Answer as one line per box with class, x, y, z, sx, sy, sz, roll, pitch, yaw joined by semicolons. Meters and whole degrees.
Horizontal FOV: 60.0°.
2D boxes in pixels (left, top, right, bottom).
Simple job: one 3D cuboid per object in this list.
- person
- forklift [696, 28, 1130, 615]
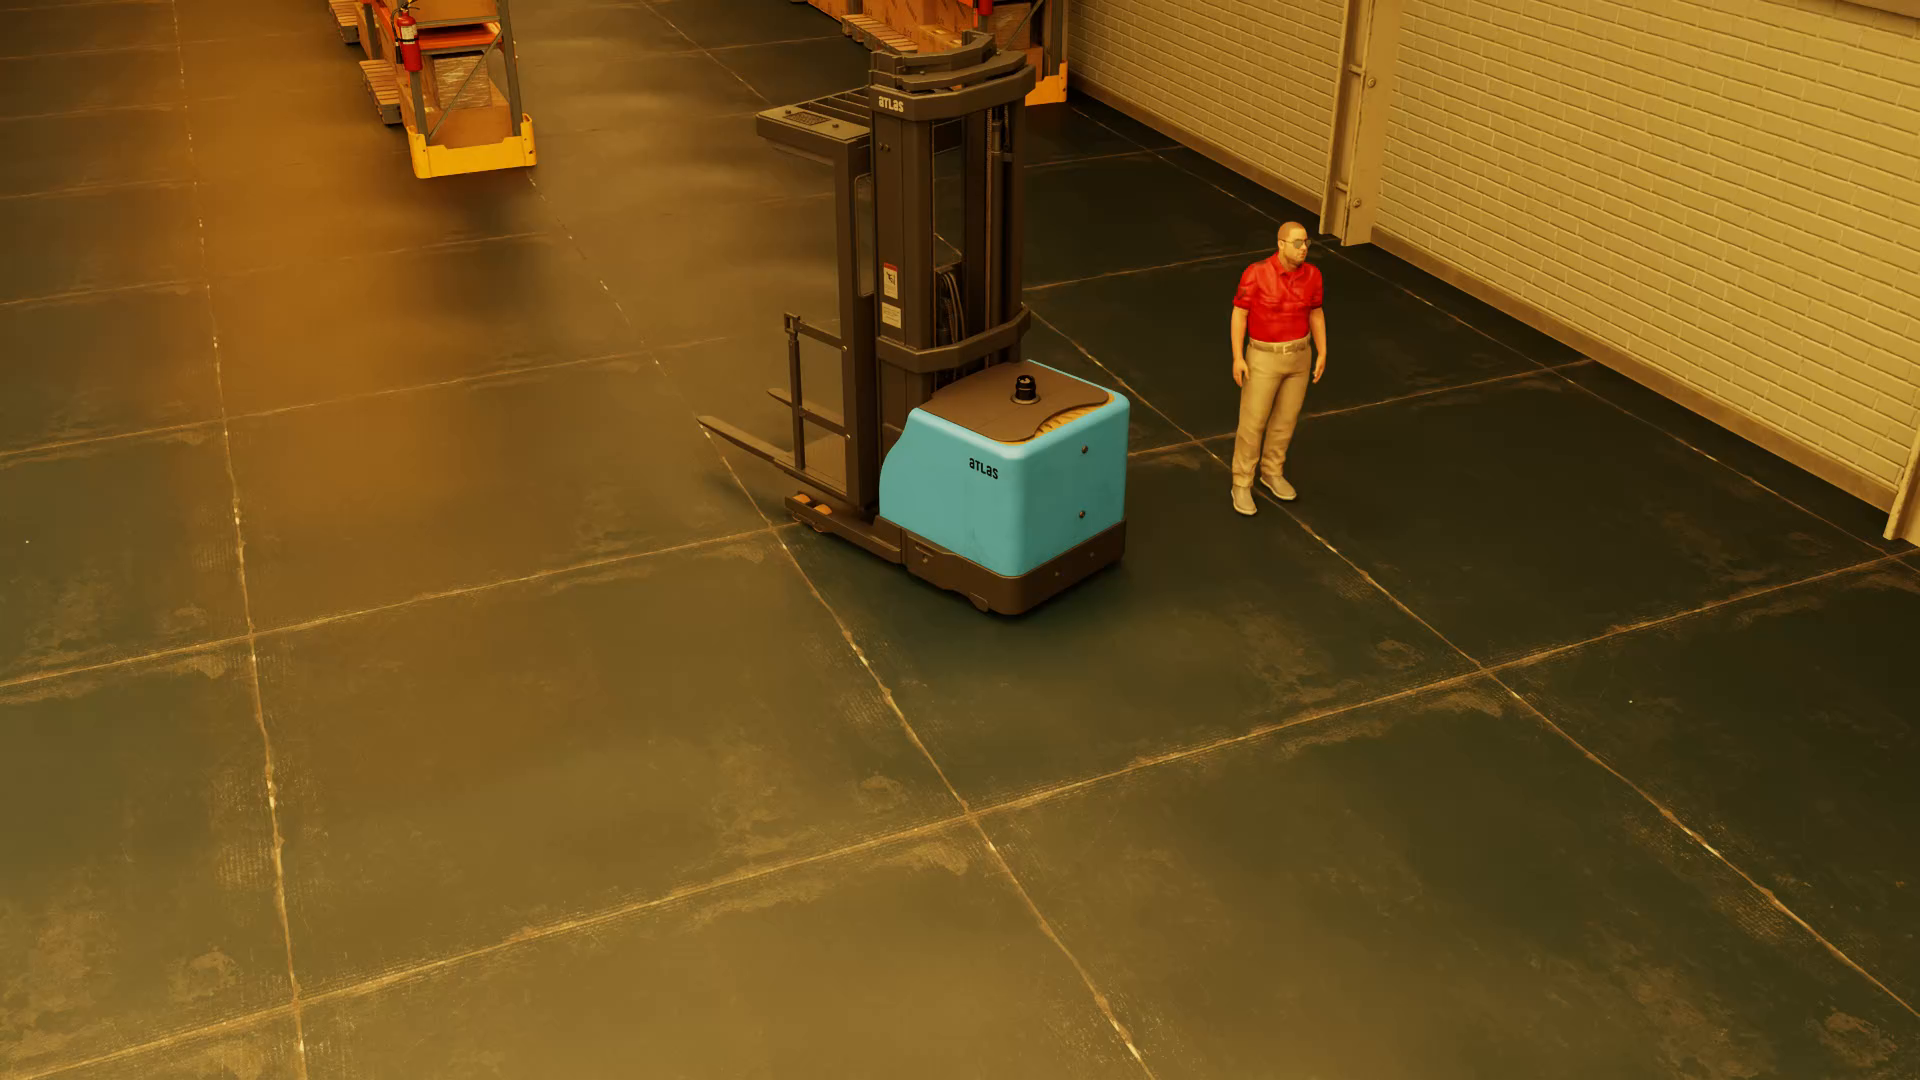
person;1.976;-1.058;10.166;0.642;1.727;0.550;-8;31;-14
forklift;-0.436;-1.483;9.714;3.031;2.935;1.130;26;39;37
